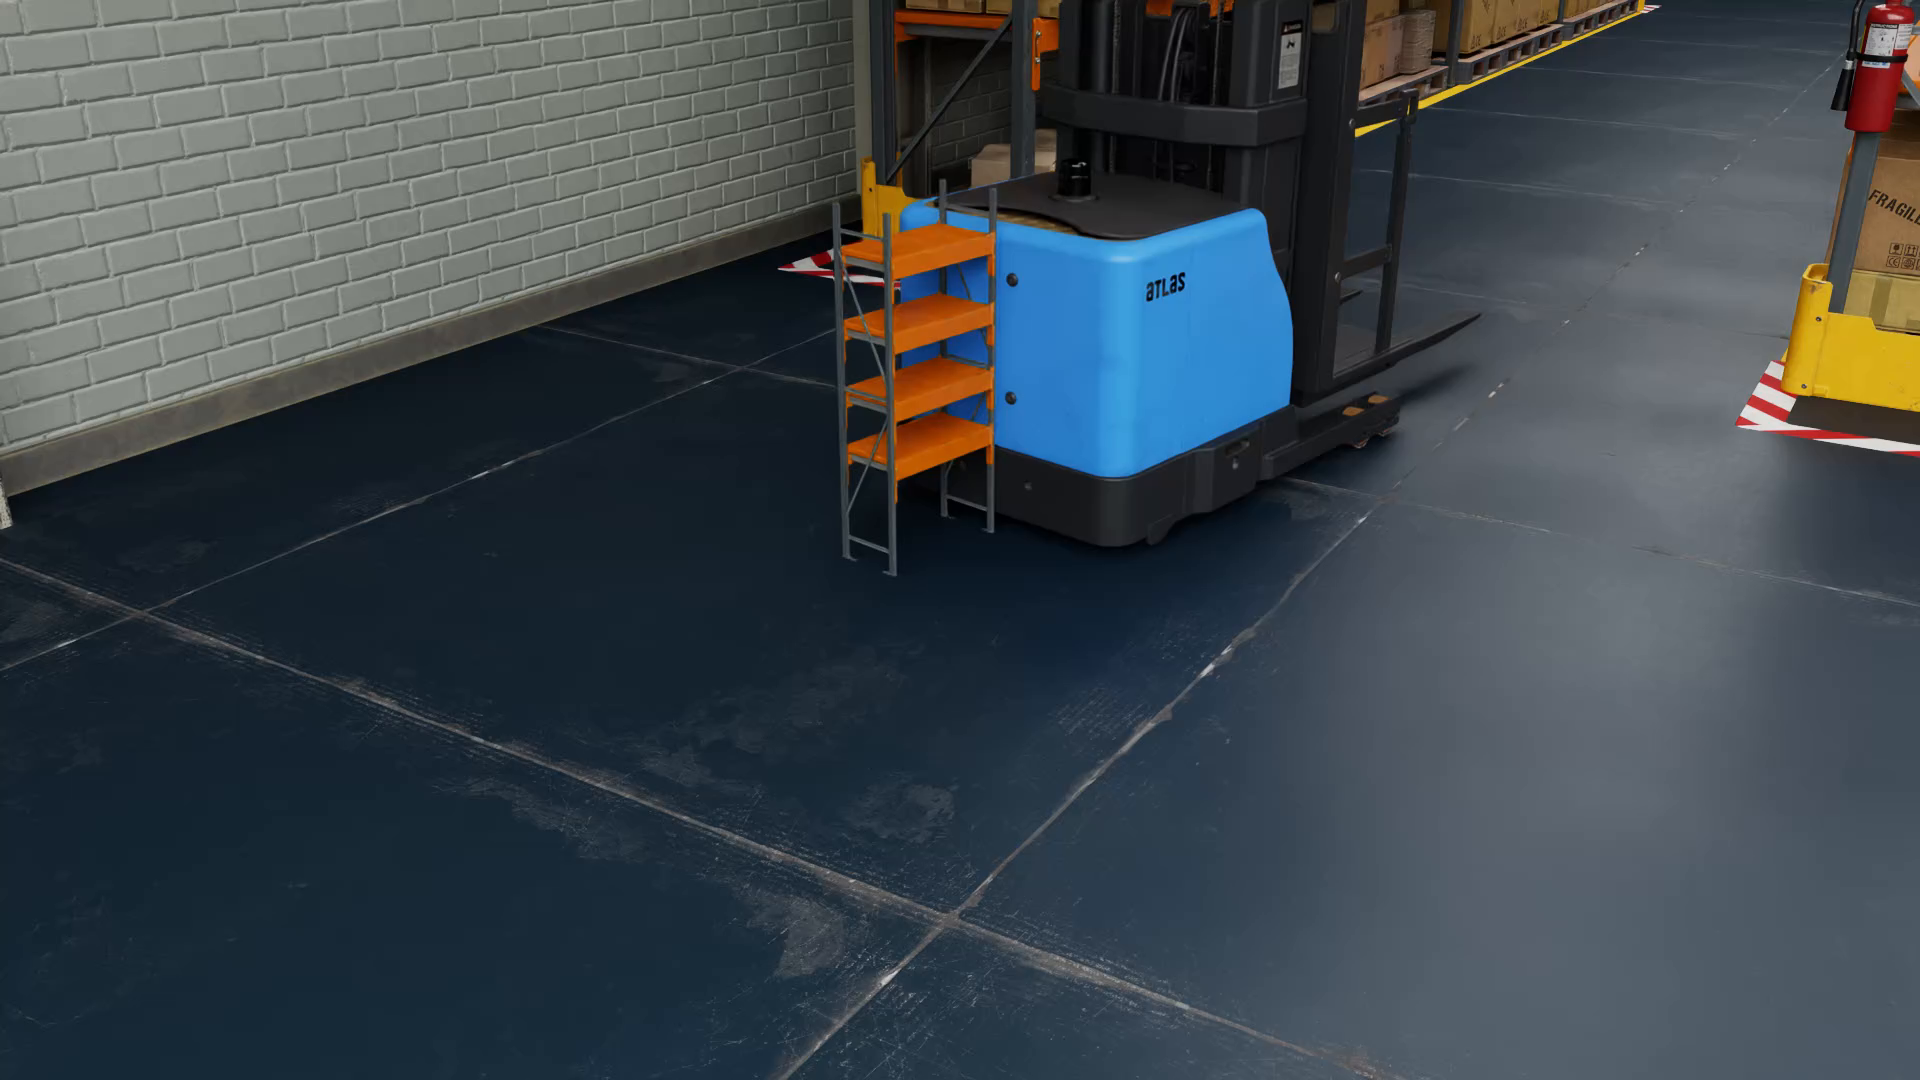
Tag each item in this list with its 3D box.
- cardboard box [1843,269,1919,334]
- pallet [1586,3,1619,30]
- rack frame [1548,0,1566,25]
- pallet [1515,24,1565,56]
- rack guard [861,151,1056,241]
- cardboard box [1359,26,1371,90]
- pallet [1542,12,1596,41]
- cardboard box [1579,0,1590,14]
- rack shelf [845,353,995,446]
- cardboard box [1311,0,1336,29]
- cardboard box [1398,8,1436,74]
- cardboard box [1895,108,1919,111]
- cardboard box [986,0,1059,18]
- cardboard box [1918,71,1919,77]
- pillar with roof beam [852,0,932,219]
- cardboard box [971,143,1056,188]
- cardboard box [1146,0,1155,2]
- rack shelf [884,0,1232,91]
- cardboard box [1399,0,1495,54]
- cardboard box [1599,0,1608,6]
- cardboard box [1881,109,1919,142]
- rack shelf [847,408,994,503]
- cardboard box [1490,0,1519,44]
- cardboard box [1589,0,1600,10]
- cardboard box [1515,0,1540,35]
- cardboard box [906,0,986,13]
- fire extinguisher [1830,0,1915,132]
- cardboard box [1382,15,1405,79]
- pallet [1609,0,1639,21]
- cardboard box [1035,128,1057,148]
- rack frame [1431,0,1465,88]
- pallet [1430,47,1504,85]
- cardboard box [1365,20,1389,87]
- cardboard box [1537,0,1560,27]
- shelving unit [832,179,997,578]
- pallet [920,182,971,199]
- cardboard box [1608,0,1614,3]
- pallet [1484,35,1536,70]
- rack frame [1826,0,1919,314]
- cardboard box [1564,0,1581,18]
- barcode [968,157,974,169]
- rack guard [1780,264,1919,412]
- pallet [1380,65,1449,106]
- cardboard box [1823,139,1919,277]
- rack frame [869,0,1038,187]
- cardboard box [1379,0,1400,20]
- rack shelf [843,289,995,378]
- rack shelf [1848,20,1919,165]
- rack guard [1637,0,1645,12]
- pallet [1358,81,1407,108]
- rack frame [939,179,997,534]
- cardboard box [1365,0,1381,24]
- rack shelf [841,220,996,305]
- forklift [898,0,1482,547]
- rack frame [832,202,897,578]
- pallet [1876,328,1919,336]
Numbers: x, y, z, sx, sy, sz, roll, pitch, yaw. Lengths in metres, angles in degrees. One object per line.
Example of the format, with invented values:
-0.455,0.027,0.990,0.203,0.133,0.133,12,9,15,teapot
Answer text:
4.197,-1.141,7.543,0.500,0.250,0.500,14,27,29,cardboard box
7.394,-6.428,20.333,1.003,0.211,1.213,14,27,29,pallet
6.284,-7.054,18.269,1.000,3.000,0.127,14,27,29,rack frame
5.941,-5.498,18.185,1.003,0.211,1.213,14,27,29,pallet
-0.006,-1.883,9.469,1.175,0.500,0.348,14,27,29,rack guard
2.972,-4.009,13.829,0.700,0.500,0.500,14,27,30,cardboard box
6.752,-6.015,19.378,1.003,0.211,1.213,14,27,29,pallet
7.034,-6.500,19.606,0.700,0.500,0.500,14,27,28,cardboard box
-0.138,-0.471,5.497,0.258,0.148,0.480,20,30,38,rack shelf
2.668,-4.154,13.219,0.500,0.250,0.500,13,27,28,cardboard box
3.839,-4.505,14.973,0.700,0.500,0.500,14,27,30,cardboard box
4.975,-1.995,8.570,0.500,0.500,0.500,14,27,29,cardboard box
0.481,-3.043,9.166,0.500,0.250,0.500,13,27,27,cardboard box
4.422,-2.168,6.856,0.700,0.500,0.500,14,27,29,cardboard box
3.246,-5.273,6.602,9.100,9.000,0.400,14,27,29,pillar with roof beam
0.396,-2.187,9.856,0.500,0.311,0.500,11,26,23,cardboard box
1.017,-3.392,9.972,0.500,0.250,0.500,13,27,28,cardboard box
1.009,-3.349,10.616,1.077,0.370,4.000,14,27,29,rack shelf
4.674,-5.131,16.004,0.750,0.750,0.750,13,27,28,cardboard box
7.581,-6.854,20.424,0.700,0.500,0.500,13,27,27,cardboard box
4.710,-1.826,8.181,0.500,0.500,0.500,14,27,29,cardboard box
-0.138,-0.289,5.576,0.258,0.148,0.480,20,30,38,rack shelf
5.141,-5.425,16.684,0.750,0.750,0.750,14,27,29,cardboard box
7.306,-6.672,20.005,0.700,0.500,0.500,15,27,30,cardboard box
5.585,-5.713,17.349,0.750,0.750,0.750,15,27,31,cardboard box
0.036,-3.143,9.398,0.500,0.250,0.500,14,27,30,cardboard box
3.708,-1.989,6.667,0.296,0.674,0.183,14,27,29,fire extinguisher
3.468,-4.356,14.628,0.700,0.500,0.500,14,27,29,cardboard box
8.039,-6.838,21.281,1.003,0.211,1.213,14,27,29,pallet
0.696,-2.379,10.301,0.500,0.311,0.500,16,28,33,cardboard box
4.174,-5.704,15.151,1.000,3.000,0.127,14,27,29,rack frame
4.654,-4.675,16.283,1.003,0.211,1.213,14,27,29,pallet
3.230,-4.182,14.227,0.700,0.500,0.500,14,27,29,cardboard box
6.052,-6.014,18.043,0.750,0.750,0.750,14,27,30,cardboard box
-0.138,-0.533,5.471,0.258,1.200,0.503,20,30,38,shelving unit
0.453,-2.017,10.143,1.003,0.211,1.213,14,27,29,pallet
7.846,-7.024,20.817,0.700,0.500,0.500,14,27,29,cardboard box
5.298,-5.085,17.230,1.003,0.211,1.213,14,27,29,pallet
4.165,-1.967,6.519,1.000,3.000,0.127,14,27,29,rack frame
6.766,-6.331,19.216,0.700,0.500,0.500,14,27,30,cardboard box
0.065,-2.281,10.062,0.001,0.075,0.075,14,27,29,barcode
4.152,-0.812,6.996,1.175,0.500,0.348,14,27,29,rack guard
3.761,-4.161,15.096,1.003,0.211,1.213,14,27,29,pallet
4.195,-1.486,7.395,0.500,0.500,0.500,14,27,29,cardboard box
-0.046,-3.004,8.914,1.000,3.000,0.127,14,27,29,rack frame
3.485,-4.670,14.410,0.500,0.250,0.500,14,27,30,cardboard box
-0.138,-0.676,5.409,0.258,0.148,0.480,20,30,38,rack shelf
5.220,-2.312,8.221,1.077,0.370,4.000,14,27,29,rack shelf
8.407,-7.265,21.903,1.175,0.500,0.348,14,27,29,rack guard
3.116,-3.751,14.149,1.003,0.211,1.213,14,27,29,pallet
0.025,-0.605,5.637,0.240,1.200,0.015,20,30,38,rack frame
3.218,-4.495,14.007,0.500,0.250,0.500,14,27,29,cardboard box
-0.138,-0.894,5.315,0.258,0.148,0.480,20,30,38,rack shelf
1.131,-1.825,6.277,1.130,2.935,3.031,20,30,38,forklift
-0.301,-0.461,5.304,0.240,1.200,0.015,20,30,38,rack frame
4.533,-0.955,7.689,1.003,0.211,1.213,14,27,29,pallet
